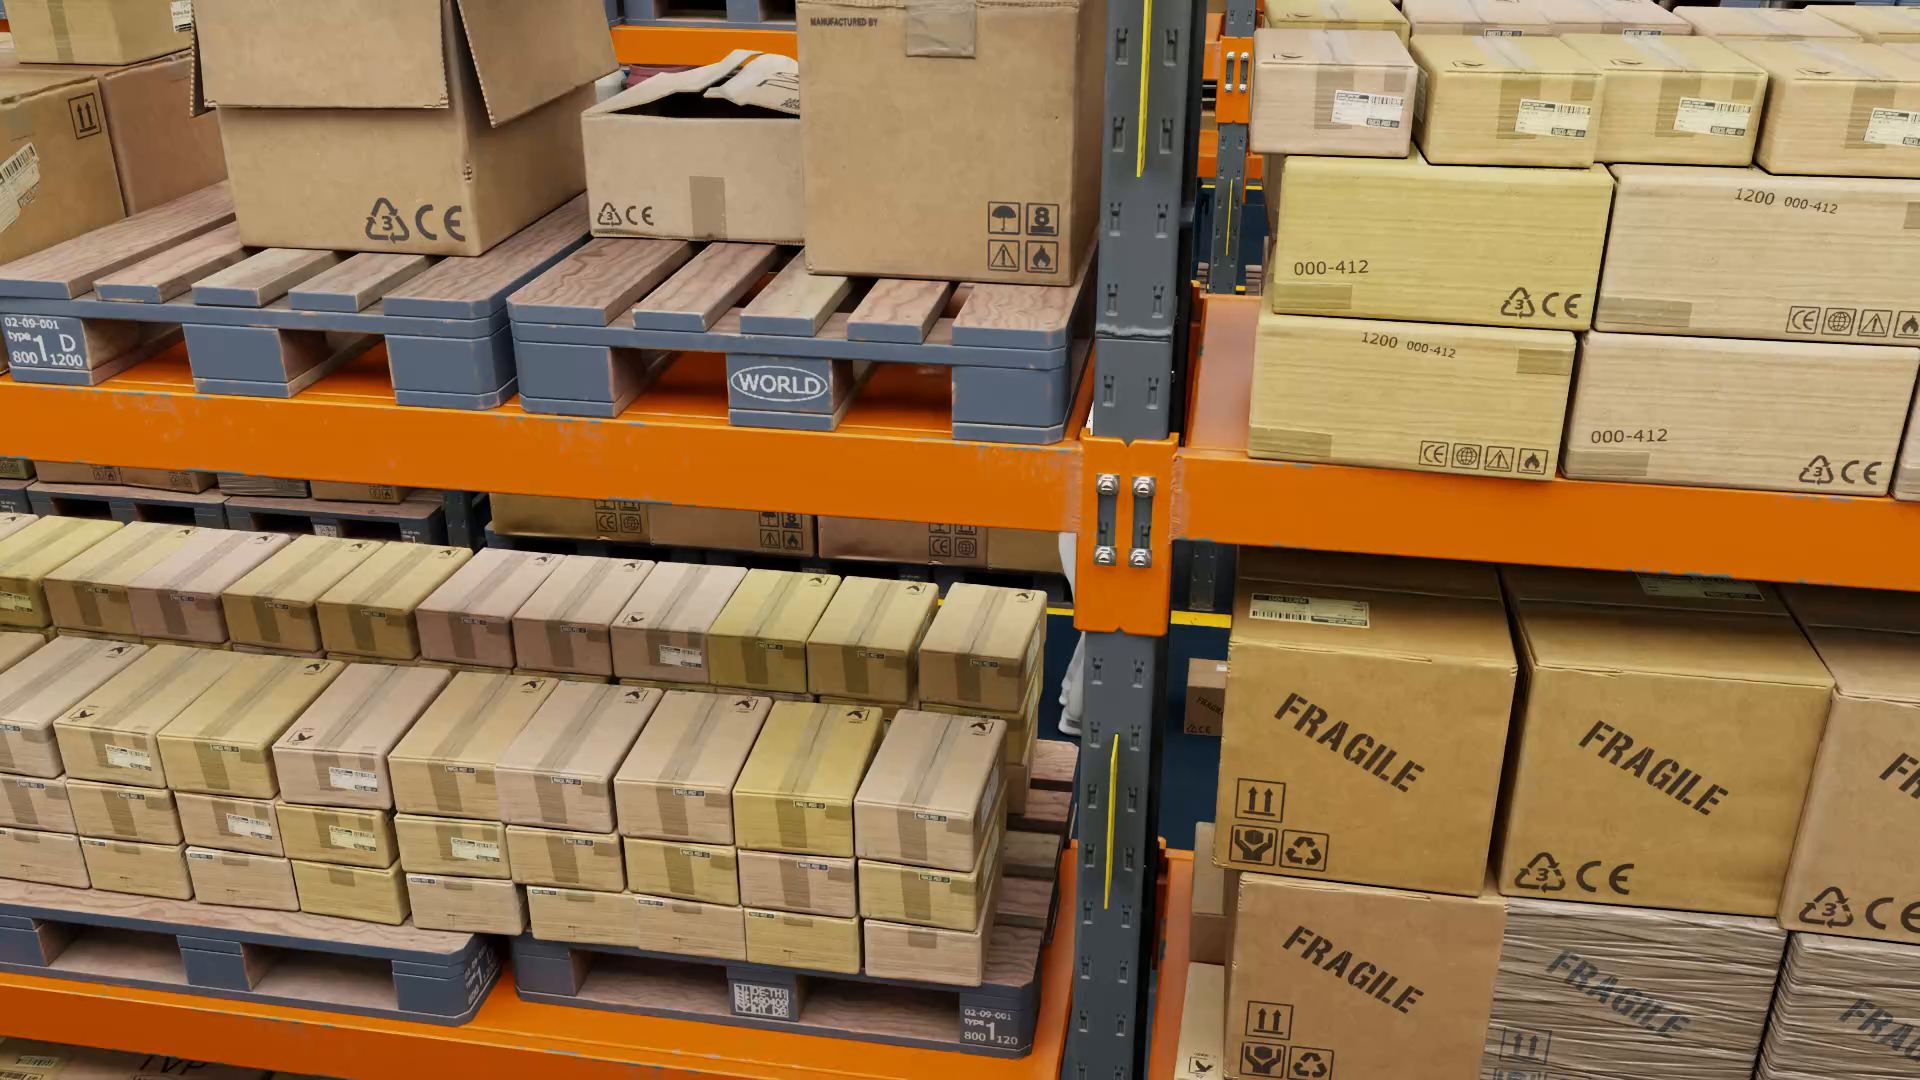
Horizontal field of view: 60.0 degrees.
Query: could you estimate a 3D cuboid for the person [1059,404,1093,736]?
[{"bbox_3d":[0.628,0.008,7.167,0.402,1.738,0.583,2,25,5],"label":"person"}]
